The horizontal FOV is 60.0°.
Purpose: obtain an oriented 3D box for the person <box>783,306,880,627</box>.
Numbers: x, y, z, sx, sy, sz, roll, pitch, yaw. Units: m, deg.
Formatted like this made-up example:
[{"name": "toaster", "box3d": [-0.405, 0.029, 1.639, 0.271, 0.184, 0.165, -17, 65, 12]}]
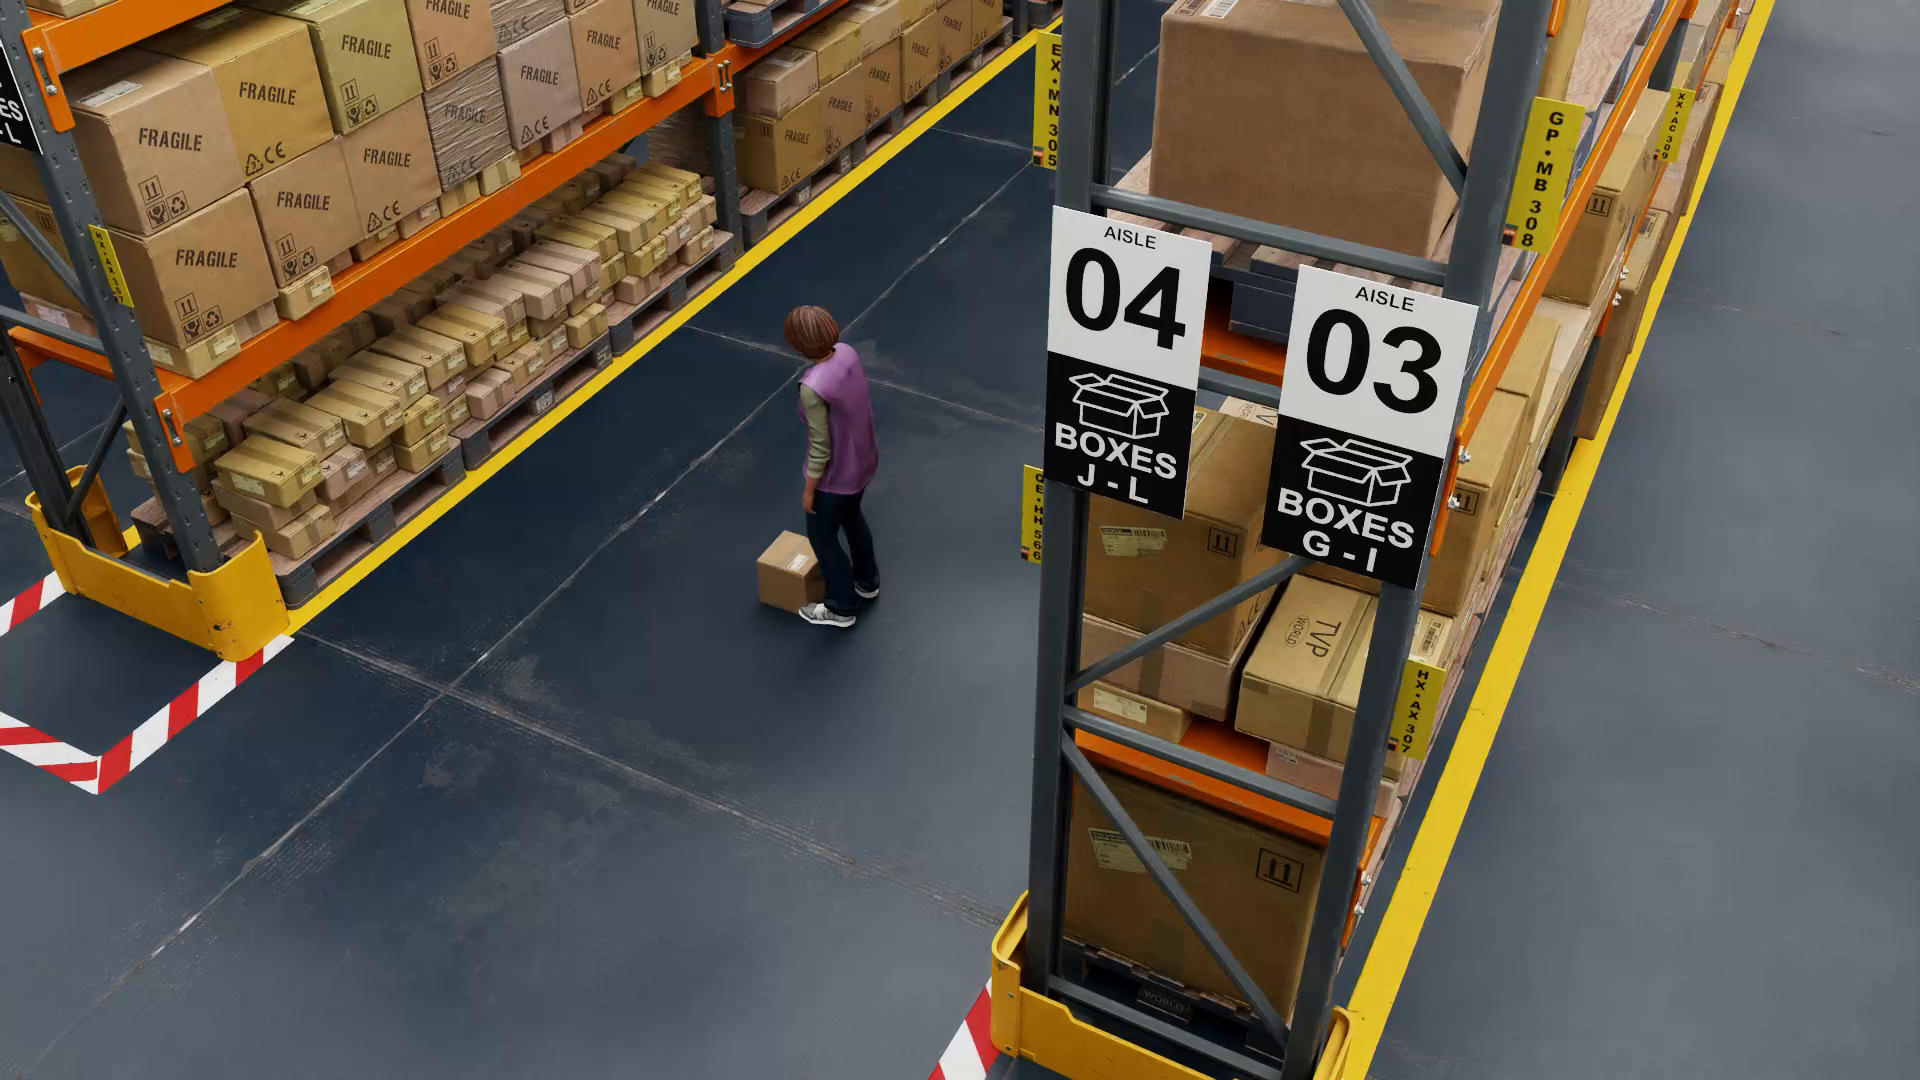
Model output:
[{"name": "person", "box3d": [-0.533, -0.303, 7.138, 0.347, 1.591, 0.483, 15, 41, 18]}]
